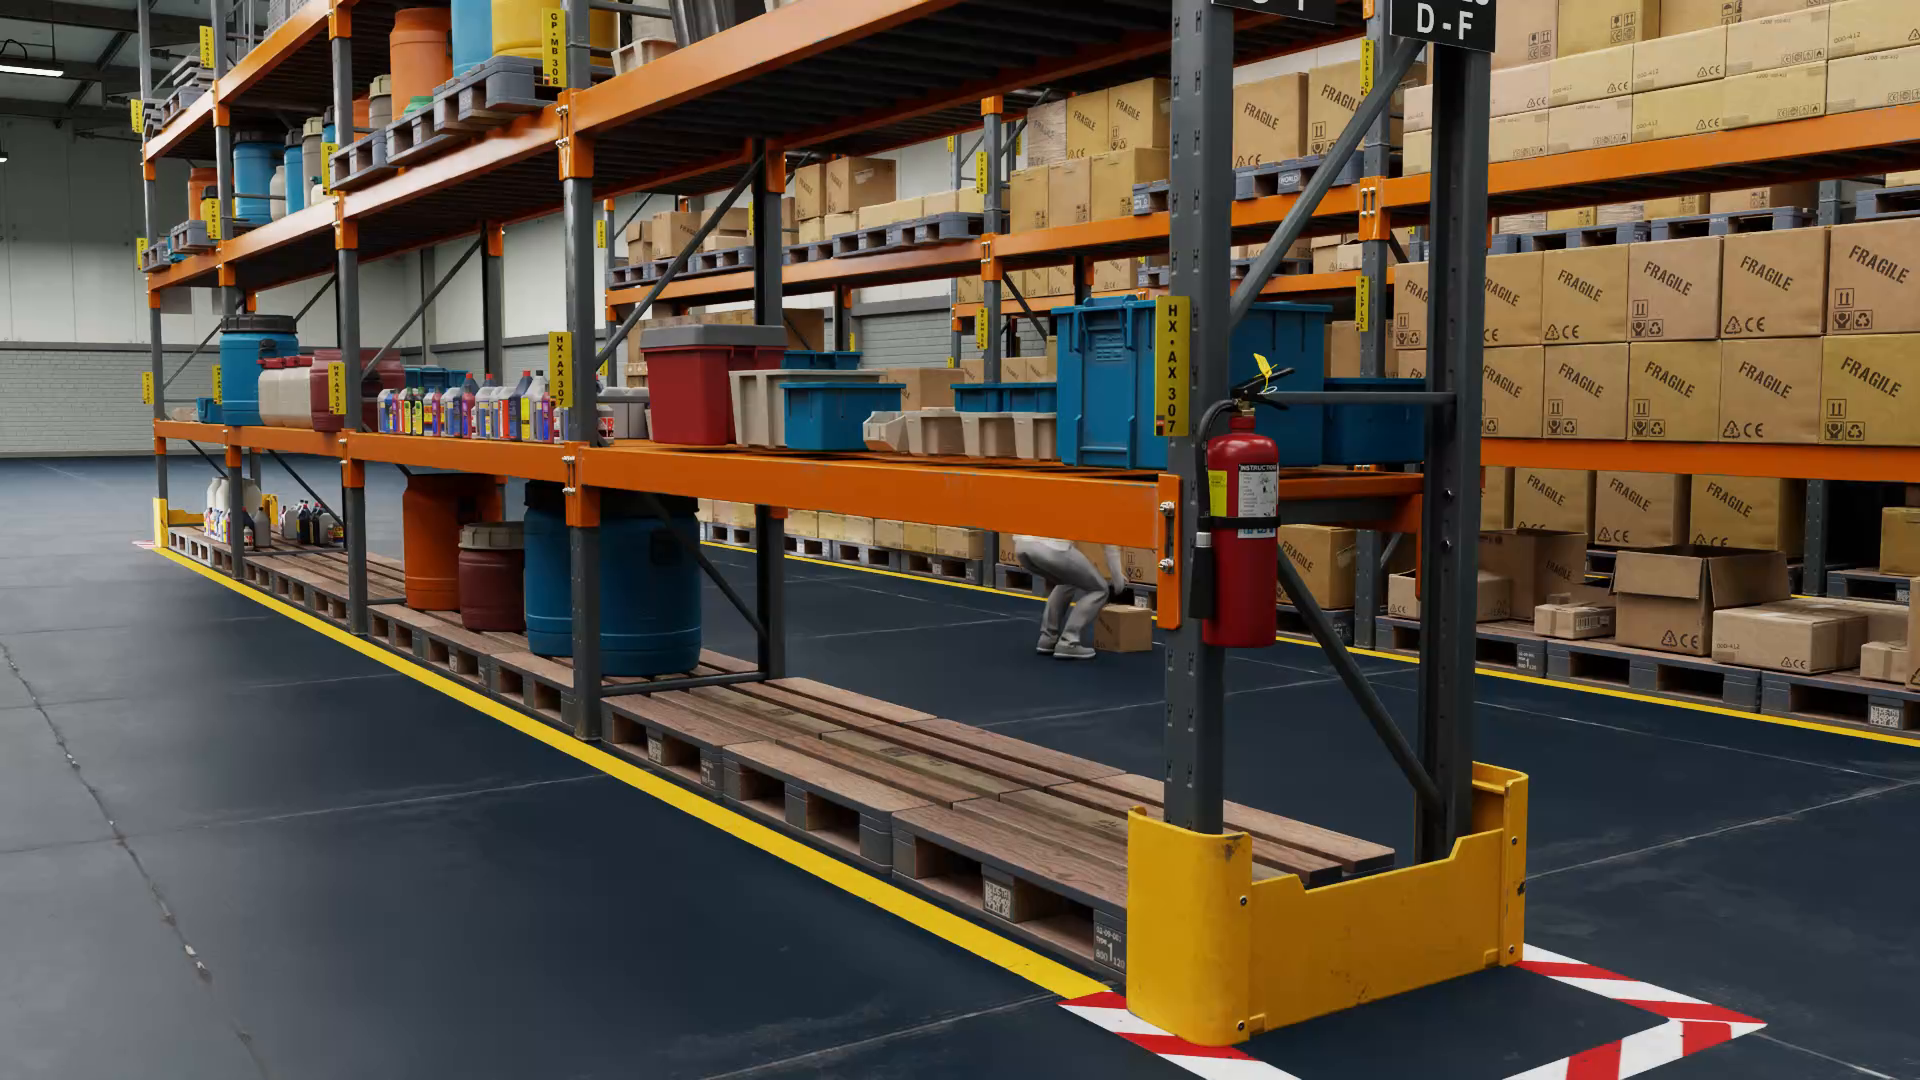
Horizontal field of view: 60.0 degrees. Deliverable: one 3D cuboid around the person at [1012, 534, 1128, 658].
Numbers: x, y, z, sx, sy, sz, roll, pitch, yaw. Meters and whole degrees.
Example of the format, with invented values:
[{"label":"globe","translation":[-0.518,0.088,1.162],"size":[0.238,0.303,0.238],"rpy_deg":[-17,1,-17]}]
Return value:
[{"label":"person","translation":[0.659,0.068,9.885],"size":[0.776,1.235,0.529],"rpy_deg":[-3,6,-34]}]
